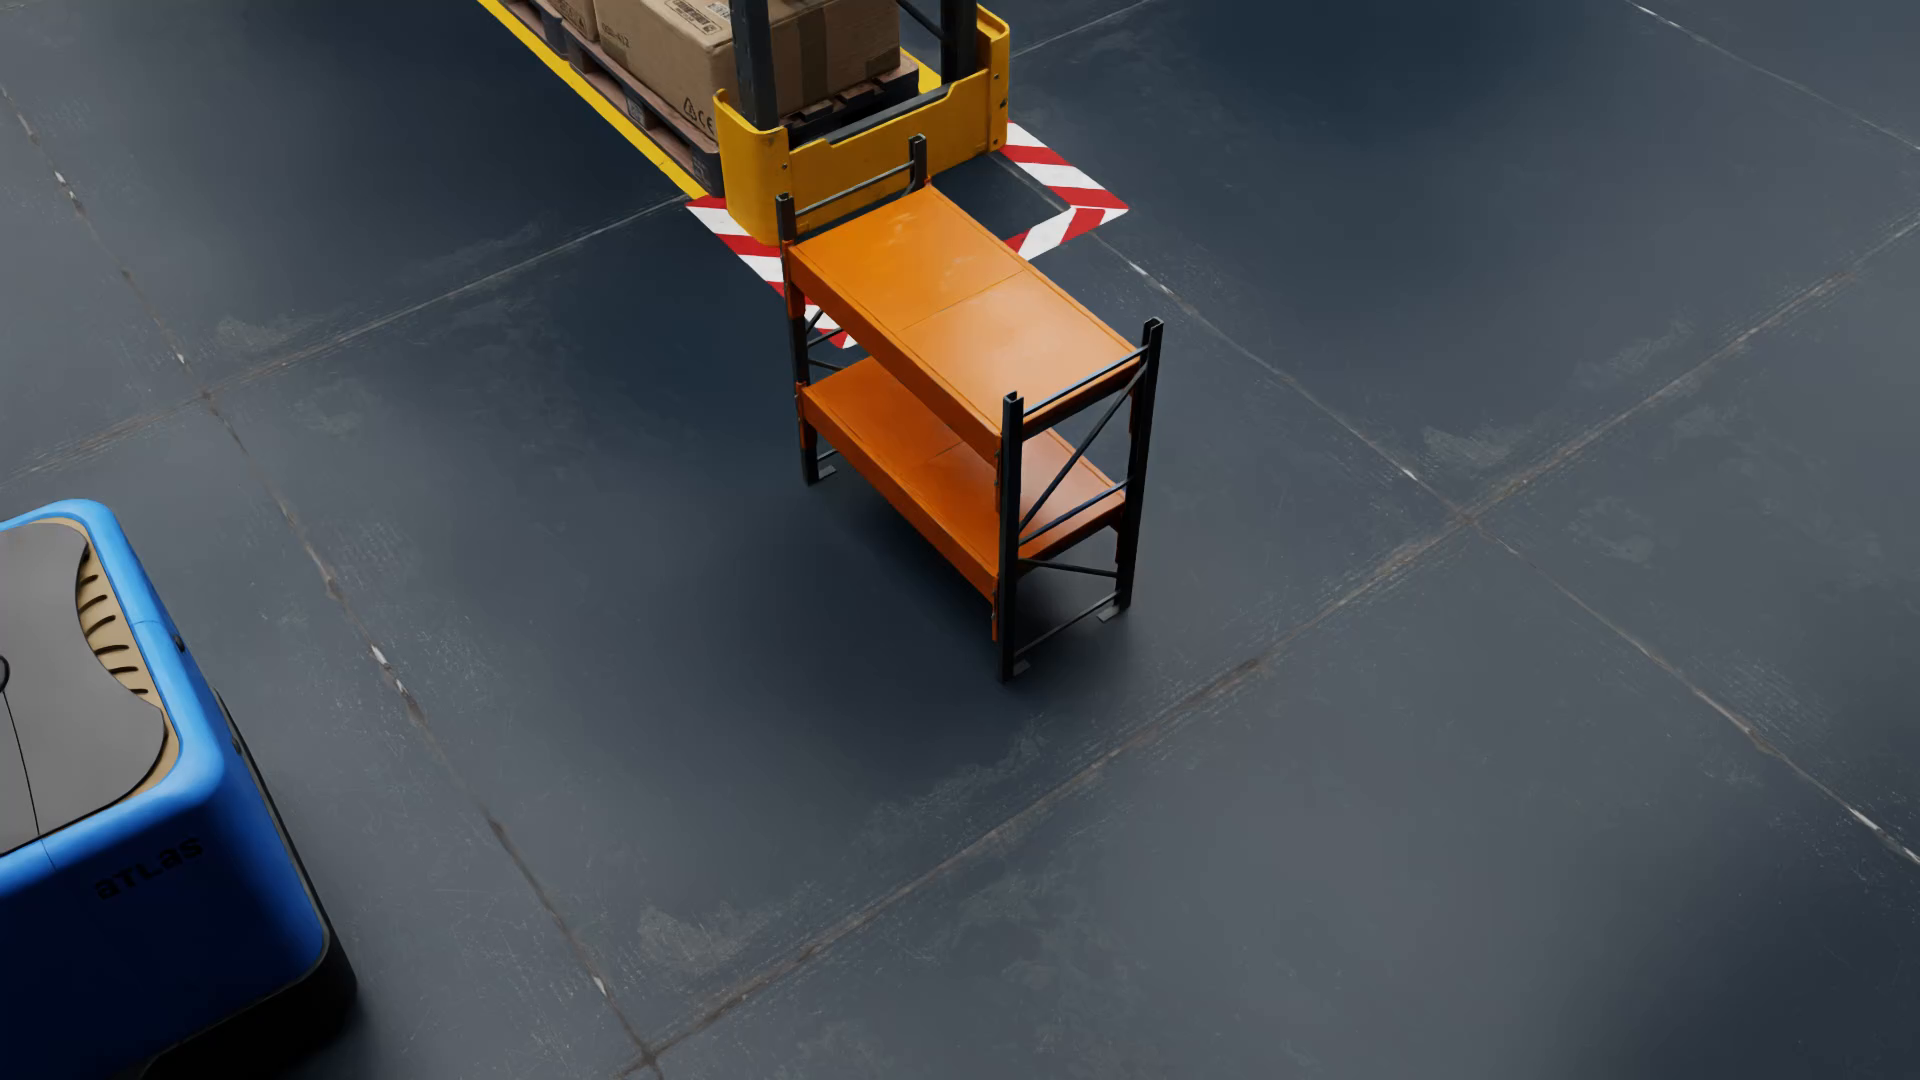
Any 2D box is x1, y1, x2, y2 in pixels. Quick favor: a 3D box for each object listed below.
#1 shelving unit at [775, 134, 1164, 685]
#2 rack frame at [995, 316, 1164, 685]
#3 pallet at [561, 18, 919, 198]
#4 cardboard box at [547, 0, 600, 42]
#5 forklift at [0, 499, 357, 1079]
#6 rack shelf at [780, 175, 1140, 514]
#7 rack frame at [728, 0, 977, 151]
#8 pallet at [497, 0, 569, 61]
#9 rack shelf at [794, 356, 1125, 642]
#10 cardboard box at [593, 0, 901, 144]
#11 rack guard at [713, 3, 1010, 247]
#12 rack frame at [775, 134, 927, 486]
[{"bbox_3d":[0.004,-0.374,4.830,0.538,1.125,1.048,-29,54,-24],"label":"shelving unit"},{"bbox_3d":[0.312,-0.074,4.558,0.500,1.125,0.032,-29,54,-24],"label":"rack frame"},{"bbox_3d":[-0.914,-1.965,6.889,1.003,0.211,1.213,-29,54,-24],"label":"pallet"},{"bbox_3d":[-1.407,-2.626,7.052,0.875,0.438,0.875,-28,54,-23],"label":"cardboard box"},{"bbox_3d":[-3.007,0.522,2.798,3.031,2.935,1.130,-27,53,-22],"label":"forklift"},{"bbox_3d":[0.004,-0.570,4.613,0.538,0.278,1.000,-29,54,-24],"label":"rack shelf"},{"bbox_3d":[-0.367,-2.465,5.460,1.000,3.000,0.127,-29,54,-24],"label":"rack frame"},{"bbox_3d":[-1.648,-2.684,7.541,1.003,0.211,1.213,-29,54,-24],"label":"pallet"},{"bbox_3d":[0.004,-0.210,5.011,0.538,0.278,1.000,-29,54,-24],"label":"rack shelf"},{"bbox_3d":[-0.847,-2.090,6.566,0.875,0.438,0.875,-31,55,-25],"label":"cardboard box"},{"bbox_3d":[-0.353,-1.612,6.374,1.175,0.500,0.348,-29,54,-24],"label":"rack guard"},{"bbox_3d":[-0.304,-0.674,5.101,0.500,1.125,0.032,-29,54,-24],"label":"rack frame"}]
